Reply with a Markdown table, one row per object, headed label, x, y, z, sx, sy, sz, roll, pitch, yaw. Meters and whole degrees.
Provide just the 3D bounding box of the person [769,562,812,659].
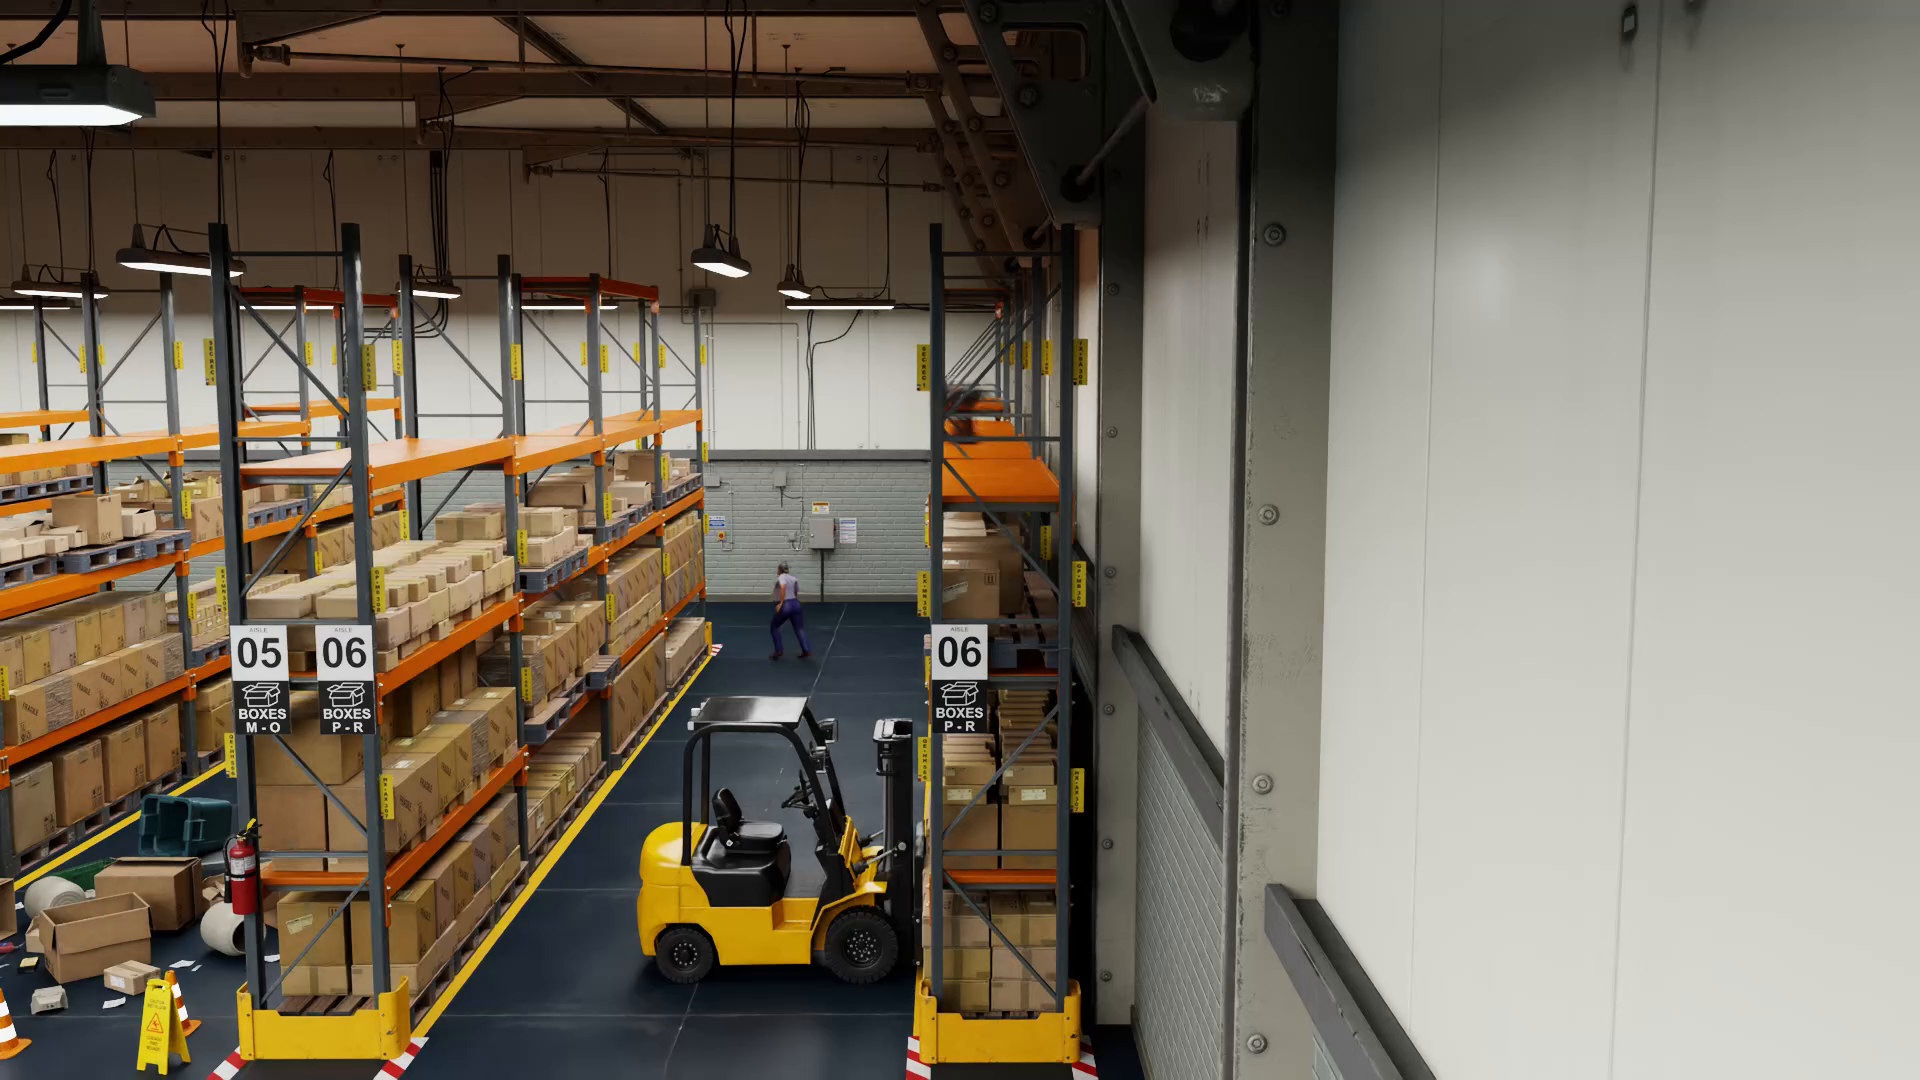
| label | x | y | z | sx | sy | sz | roll | pitch | yaw |
| --- | --- | --- | --- | --- | --- | --- | --- | --- | --- |
| person | -2.819 | 1.187 | 27.365 | 0.608 | 1.627 | 0.957 | -6 | 9 | -43 |
